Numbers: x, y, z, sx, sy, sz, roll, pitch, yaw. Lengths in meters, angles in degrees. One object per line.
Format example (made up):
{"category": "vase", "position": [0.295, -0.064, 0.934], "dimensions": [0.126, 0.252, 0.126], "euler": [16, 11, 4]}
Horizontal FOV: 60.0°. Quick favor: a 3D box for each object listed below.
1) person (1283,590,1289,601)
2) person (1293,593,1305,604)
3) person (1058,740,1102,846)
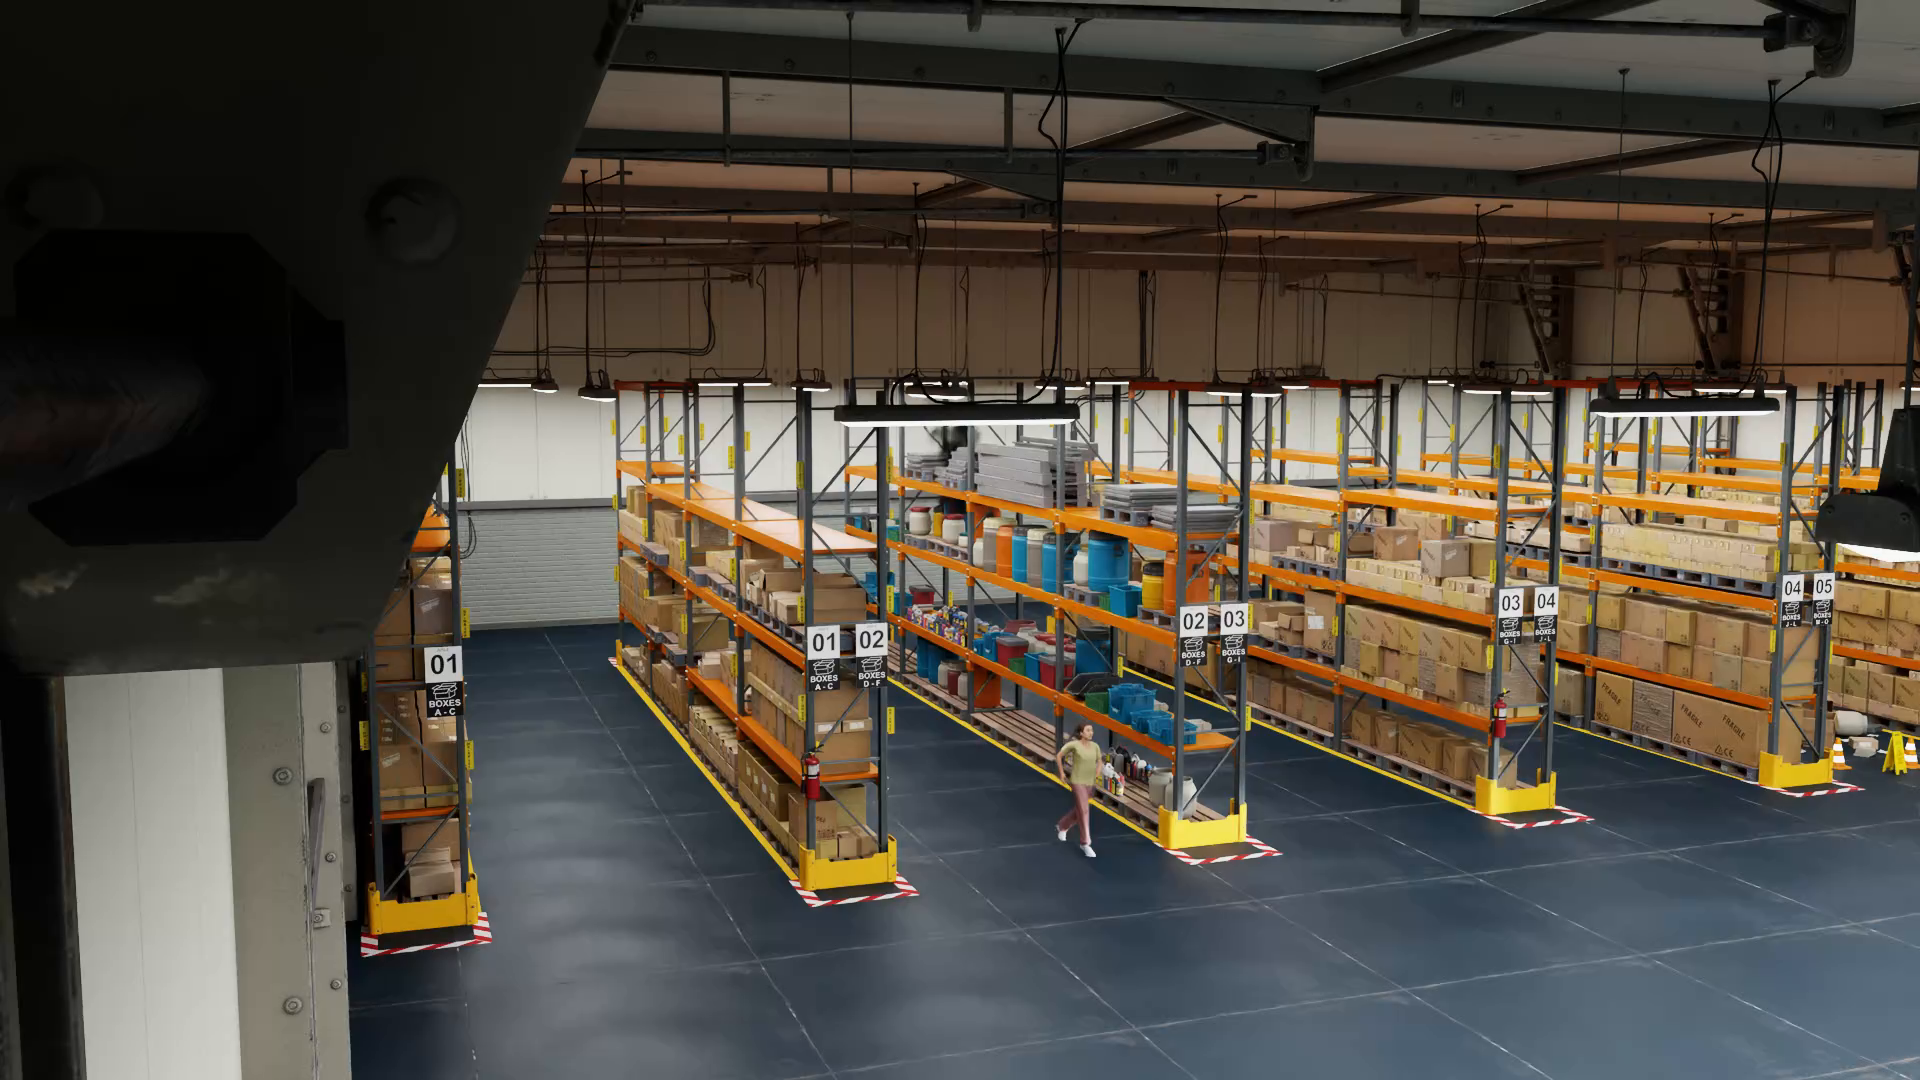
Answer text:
{"category": "person", "position": [8.097, 1.117, 41.248], "dimensions": [0.545, 1.551, 0.559], "euler": [3, 7, 29]}
{"category": "person", "position": [8.730, 0.892, 43.011], "dimensions": [0.642, 1.513, 0.575], "euler": [-4, 7, -31]}
{"category": "person", "position": [1.631, 3.267, 21.782], "dimensions": [0.532, 1.301, 0.748], "euler": [-3, 7, -29]}
